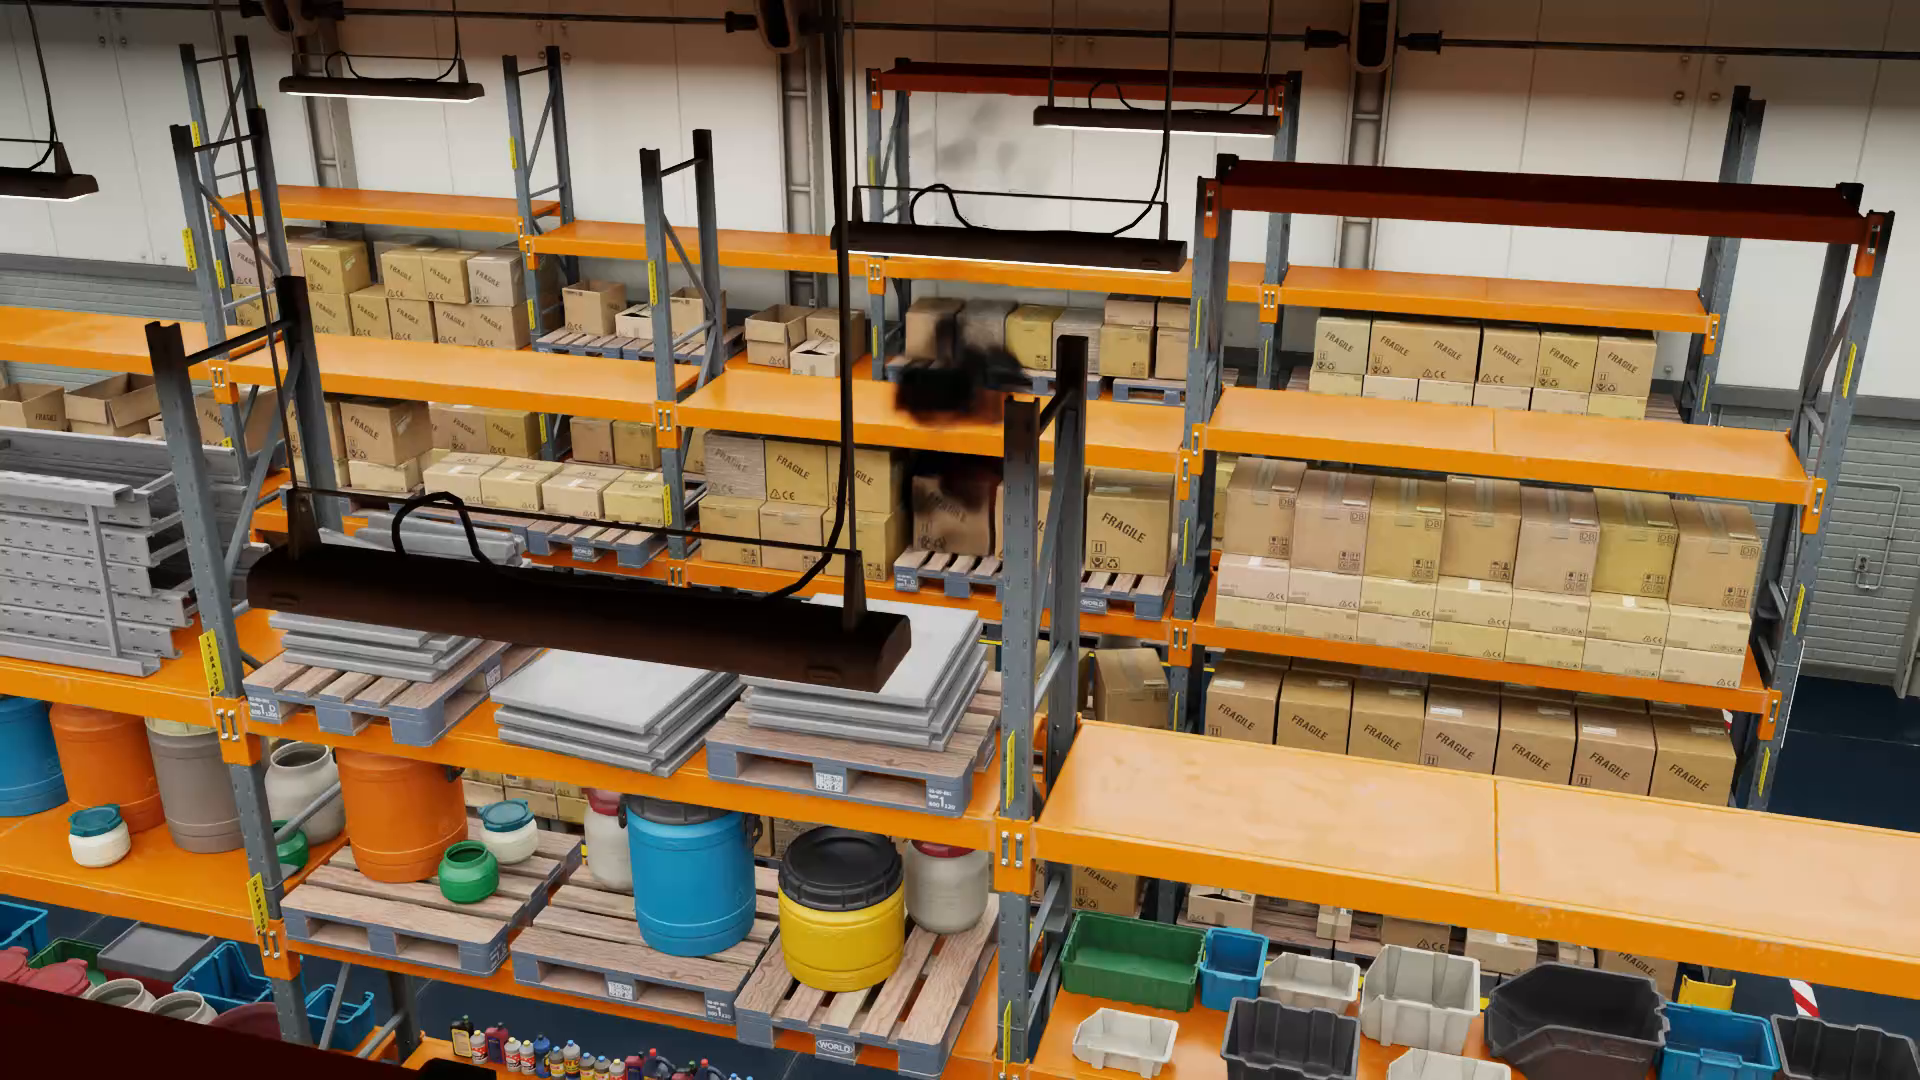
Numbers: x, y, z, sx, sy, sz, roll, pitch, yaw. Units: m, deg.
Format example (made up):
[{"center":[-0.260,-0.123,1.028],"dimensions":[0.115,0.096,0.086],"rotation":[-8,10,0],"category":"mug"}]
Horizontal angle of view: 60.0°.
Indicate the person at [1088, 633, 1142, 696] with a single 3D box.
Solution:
[{"center":[1.503,0.836,15.716],"dimensions":[0.889,1.759,0.657],"rotation":[2,23,6],"category":"person"}]
